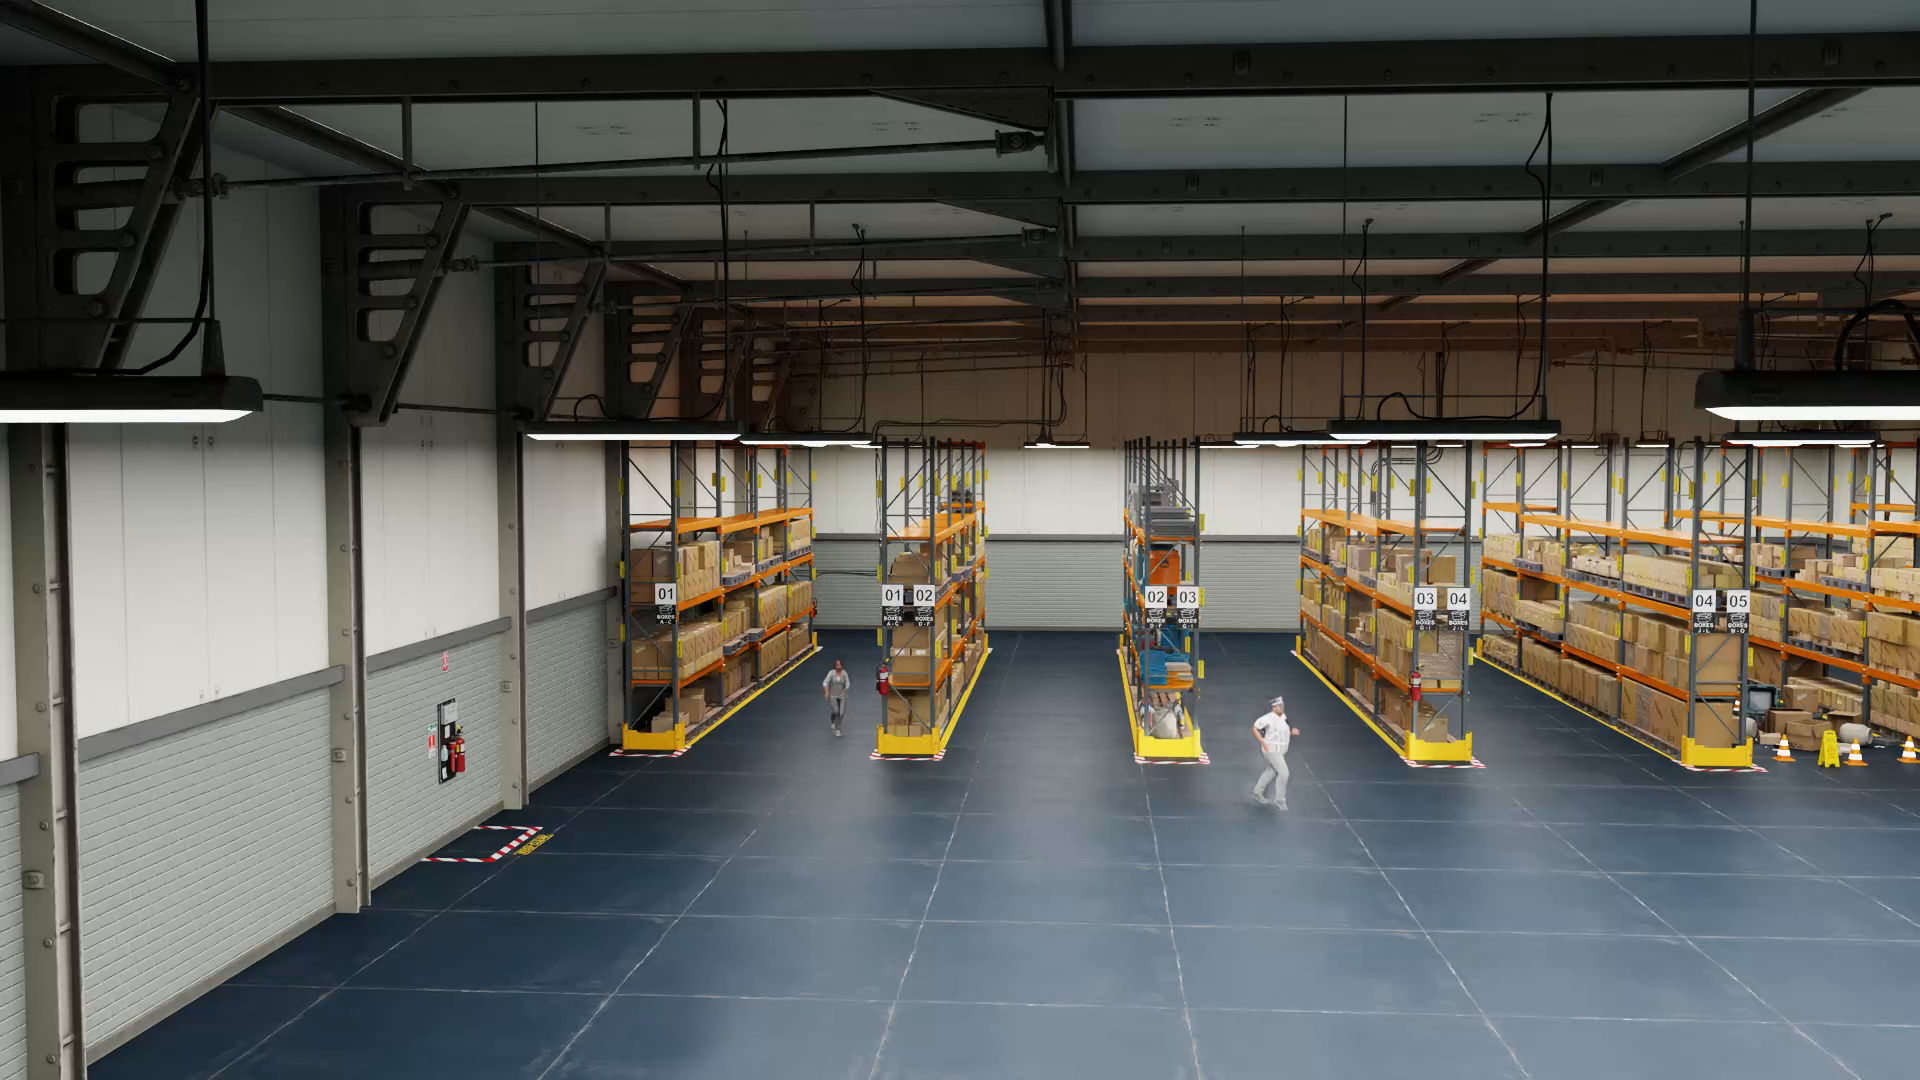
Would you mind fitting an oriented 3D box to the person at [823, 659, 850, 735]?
[{"bbox_3d":[-2.450,3.159,33.279,0.515,1.554,0.627,-1,3,-14],"label":"person"}]

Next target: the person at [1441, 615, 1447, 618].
[{"bbox_3d":[13.135,2.435,45.016,0.648,1.738,0.664,0,3,4],"label":"person"}]

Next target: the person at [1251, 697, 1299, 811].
[{"bbox_3d":[5.054,3.426,26.703,0.800,1.863,0.626,2,4,34],"label":"person"}]
